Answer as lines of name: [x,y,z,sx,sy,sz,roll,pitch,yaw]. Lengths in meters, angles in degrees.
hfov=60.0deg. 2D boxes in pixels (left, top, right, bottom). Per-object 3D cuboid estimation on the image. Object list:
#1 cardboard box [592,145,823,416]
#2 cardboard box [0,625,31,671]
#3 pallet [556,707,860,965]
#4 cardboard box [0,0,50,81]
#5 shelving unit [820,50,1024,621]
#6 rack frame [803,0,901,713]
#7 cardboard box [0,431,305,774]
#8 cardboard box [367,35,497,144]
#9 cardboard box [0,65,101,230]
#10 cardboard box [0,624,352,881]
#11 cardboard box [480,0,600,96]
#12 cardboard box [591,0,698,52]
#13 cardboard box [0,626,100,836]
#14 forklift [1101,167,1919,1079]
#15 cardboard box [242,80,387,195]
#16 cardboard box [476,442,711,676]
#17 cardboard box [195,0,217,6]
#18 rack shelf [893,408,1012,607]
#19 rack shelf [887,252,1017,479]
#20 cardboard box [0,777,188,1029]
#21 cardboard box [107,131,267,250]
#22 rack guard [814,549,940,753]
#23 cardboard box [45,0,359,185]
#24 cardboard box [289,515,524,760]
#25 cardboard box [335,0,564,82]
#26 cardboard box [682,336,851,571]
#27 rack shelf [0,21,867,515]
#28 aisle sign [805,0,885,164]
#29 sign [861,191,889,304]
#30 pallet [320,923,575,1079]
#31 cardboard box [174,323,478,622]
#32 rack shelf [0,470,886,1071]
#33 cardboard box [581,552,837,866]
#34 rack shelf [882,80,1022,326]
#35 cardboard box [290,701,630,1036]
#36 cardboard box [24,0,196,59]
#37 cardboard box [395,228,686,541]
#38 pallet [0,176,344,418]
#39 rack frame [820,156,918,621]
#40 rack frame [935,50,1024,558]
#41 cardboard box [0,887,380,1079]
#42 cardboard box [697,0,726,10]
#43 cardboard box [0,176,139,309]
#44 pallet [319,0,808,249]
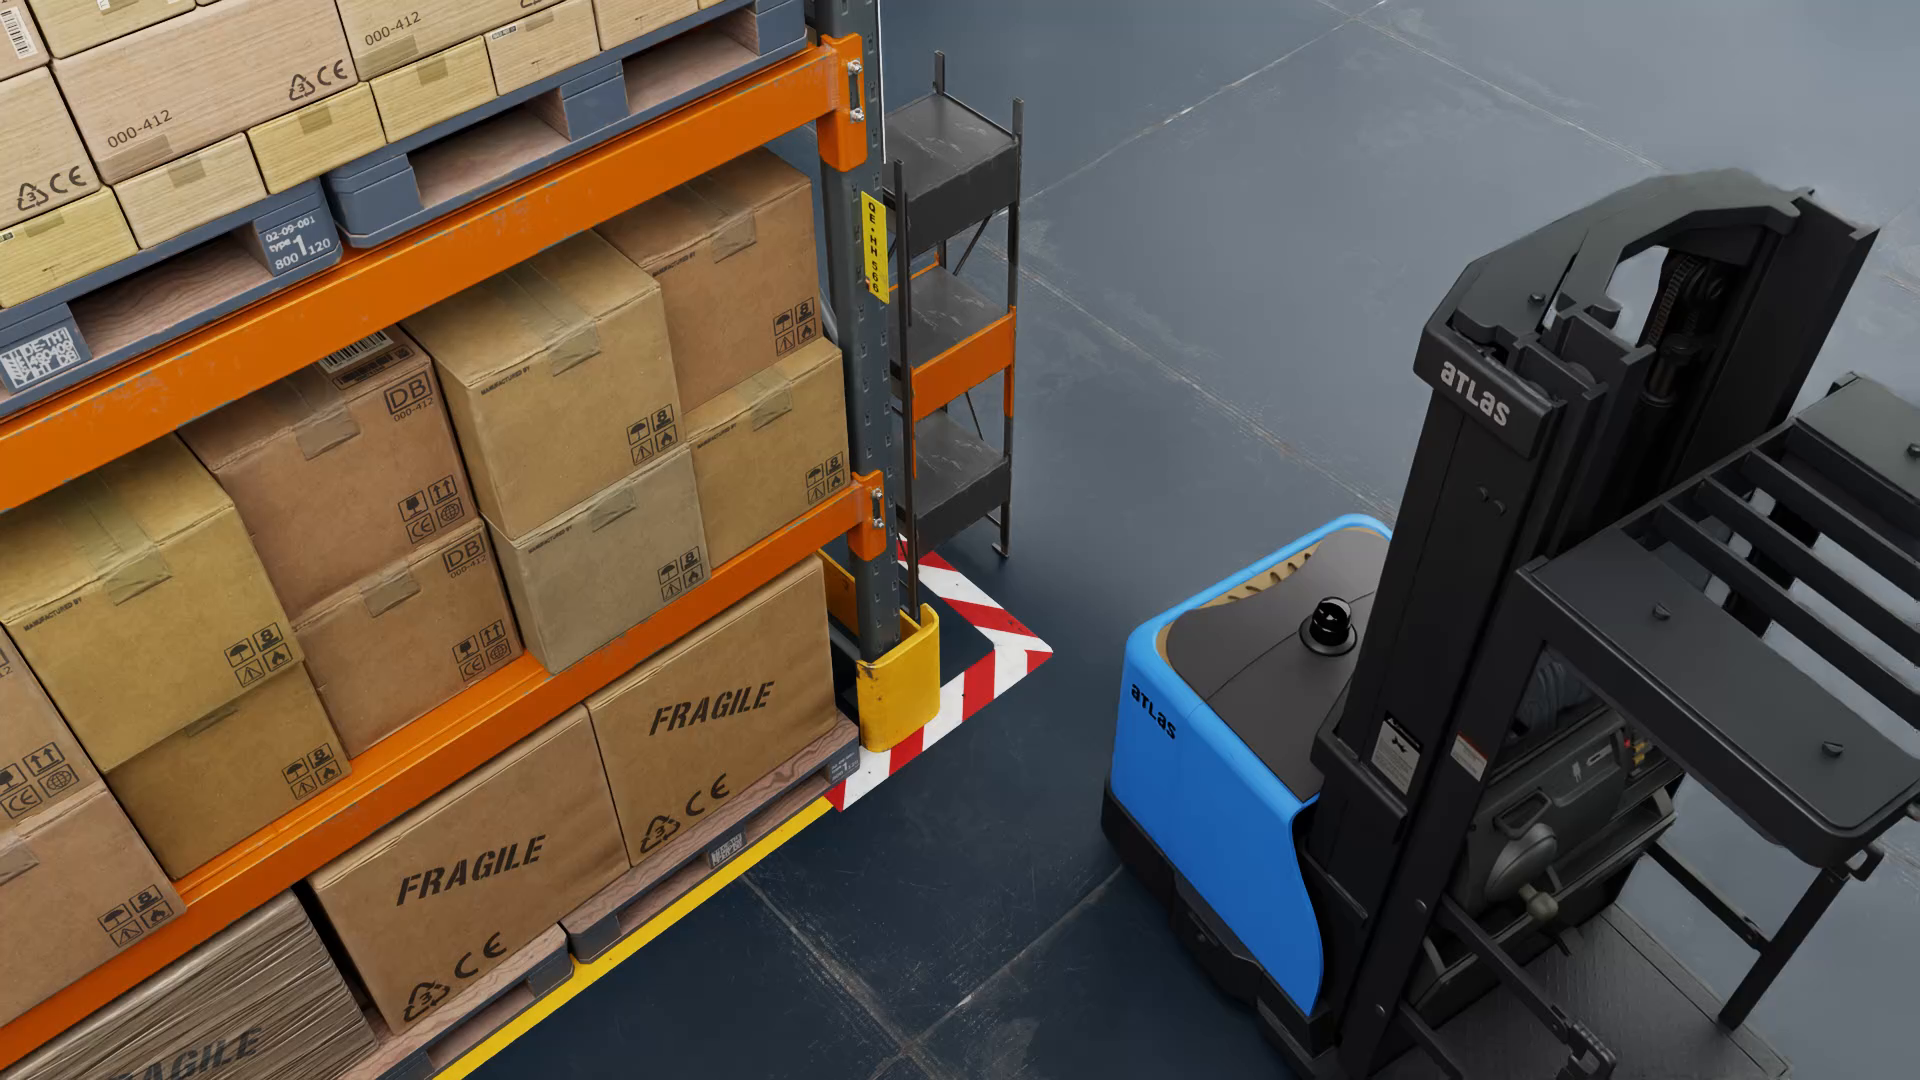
cardboard box: [-0.886,-0.870,4.675,0.550,0.550,0.875,-34,56,-27]
cardboard box: [-3.512,0.438,6.165,0.258,0.266,0.396,-25,52,-21]
pallet: [-1.124,0.768,5.897,1.213,0.211,1.003,-34,56,-27]
cardboard box: [-1.734,-0.889,2.763,0.250,0.149,0.380,-33,55,-27]
shelving unit: [-0.122,-0.630,5.903,0.503,2.100,0.431,-34,56,-27]
rack frame: [-0.585,-0.615,5.277,0.127,3.000,1.000,-34,56,-27]
cardboard box: [-2.041,-0.012,3.883,0.500,0.550,0.875,-34,56,-27]
cardboard box: [-1.167,-0.999,3.407,0.250,0.149,0.380,-33,55,-27]
cardboard box: [-1.875,-0.721,2.879,0.500,0.250,0.500,-33,55,-27]
cardboard box: [-2.084,0.319,4.313,0.500,0.550,0.875,-34,56,-27]
cardboard box: [-0.979,-1.123,3.522,0.250,0.149,0.380,-33,55,-27]
cardboard box: [-0.790,-1.251,3.639,0.250,0.149,0.380,-33,55,-27]
cardboard box: [-2.428,0.254,3.637,0.550,0.550,0.875,-34,56,-27]
forklift: [1.725,0.721,4.090,1.130,2.935,3.031,-26,53,-22]
cardboard box: [-1.356,-0.871,3.289,0.250,0.149,0.380,-35,56,-28]
cardboard box: [-1.221,-0.174,4.768,0.550,0.550,0.875,-34,56,-27]
cardboard box: [-1.357,-1.142,2.996,0.250,0.149,0.380,-34,56,-27]
rack shelf: [-0.122,-0.146,6.427,0.480,0.518,0.431,-34,56,-27]
rack shelf: [-0.122,-0.621,5.913,0.480,0.518,0.431,-34,56,-27]
cardboard box: [-2.409,0.636,4.021,0.550,0.550,0.875,-34,56,-27]
cardboard box: [-1.543,-0.747,3.174,0.250,0.149,0.380,-33,55,-27]
rack guard: [-0.567,0.221,6.206,0.348,0.500,1.175,-34,56,-27]
cardboard box: [-1.502,-0.970,3.109,0.500,0.250,0.500,-34,56,-27]
cardboard box: [-1.720,0.034,4.575,0.550,0.550,0.875,-34,56,-27]
cardboard box: [-1.130,-1.218,3.338,0.500,0.250,0.500,-34,56,-27]
cardboard box: [-0.829,-0.458,5.029,0.550,0.550,0.875,-34,56,-27]
rack shelf: [-2.065,-0.400,3.526,4.000,0.370,1.077,-34,56,-27]
aisle sign: [-0.331,-1.369,4.203,0.004,0.787,0.394,-34,56,-27]
sign: [-0.230,-0.786,4.485,0.005,0.325,0.100,-34,56,-27]
pallet: [-2.026,1.368,5.344,1.213,0.211,1.003,-34,56,-27]
cardboard box: [-1.736,-0.345,4.190,0.550,0.550,0.875,-34,56,-27]
rack shelf: [-2.065,0.618,4.629,4.000,0.370,1.077,-34,56,-27]
cardboard box: [-1.042,0.334,5.561,0.875,0.875,0.875,-33,56,-27]
rack shelf: [-0.122,-1.096,5.398,0.480,0.518,0.431,-34,56,-27]
cardboard box: [-1.692,0.770,5.158,0.875,0.875,0.875,-35,56,-28]
cardboard box: [-1.547,-1.014,2.879,0.250,0.149,0.380,-35,56,-28]
cardboard box: [-1.230,-0.548,4.378,0.550,0.550,0.875,-34,56,-27]
pallet: [-2.030,-0.623,3.304,1.213,0.211,1.003,-34,56,-27]
rack frame: [-0.303,-0.510,5.791,0.015,2.100,0.400,-34,56,-27]
rack frame: [0.058,-0.751,6.014,0.015,2.100,0.400,-34,56,-27]
cardboard box: [-2.368,1.220,4.743,0.875,0.875,0.875,-33,56,-27]
cardboard box: [-0.603,-1.375,3.754,0.250,0.149,0.380,-34,56,-27]
cardboard box: [-1.732,-0.621,3.058,0.250,0.149,0.380,-33,55,-27]
pallet: [-1.127,-1.230,3.863,1.213,0.211,1.003,-34,56,-27]
